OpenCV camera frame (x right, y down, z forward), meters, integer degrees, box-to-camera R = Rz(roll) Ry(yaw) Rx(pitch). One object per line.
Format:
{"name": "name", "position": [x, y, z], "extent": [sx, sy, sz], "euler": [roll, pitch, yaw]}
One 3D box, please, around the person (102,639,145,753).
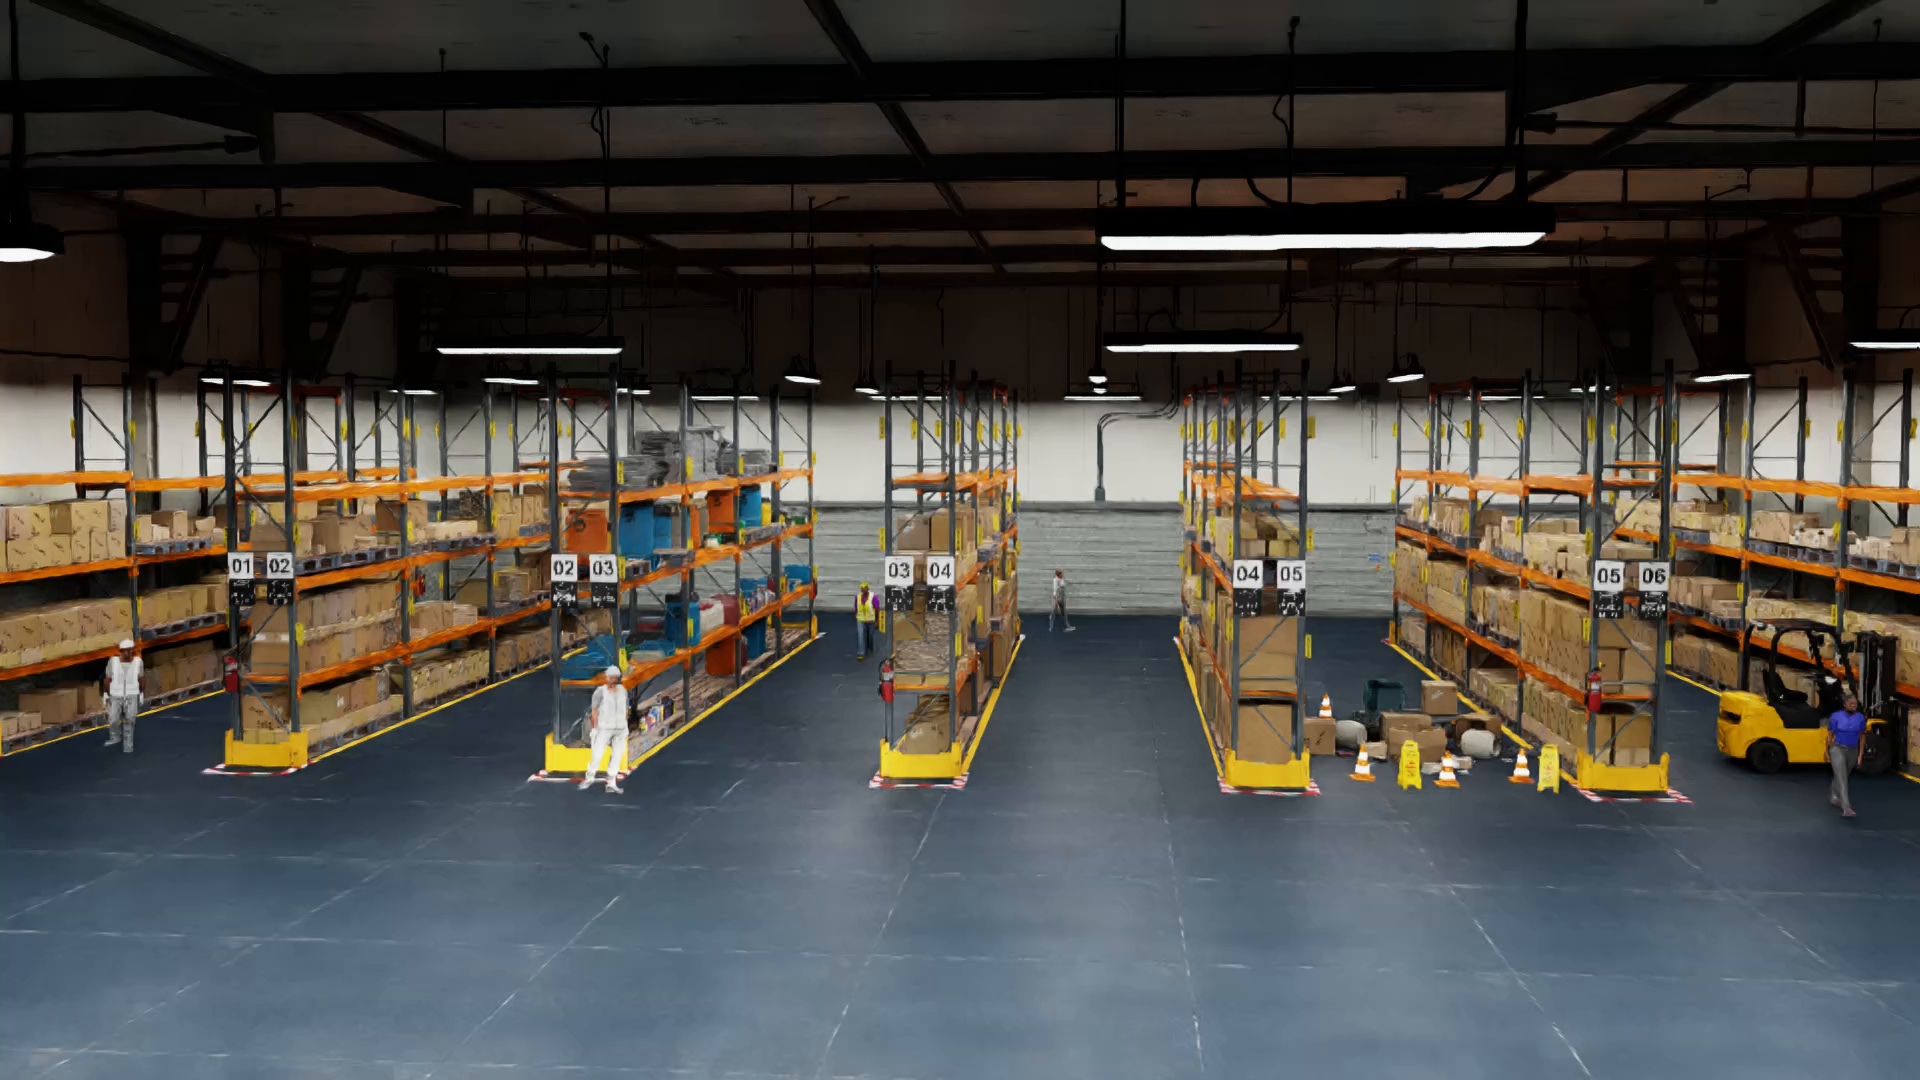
{"name": "person", "position": [-13.027, 2.416, 25.910], "extent": [0.603, 1.778, 0.569], "euler": [-2, 4, -30]}

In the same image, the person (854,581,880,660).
{"name": "person", "position": [-2.048, 1.749, 36.480], "extent": [0.591, 1.716, 1.042], "euler": [0, 4, 4]}

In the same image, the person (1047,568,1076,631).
{"name": "person", "position": [2.492, 1.477, 41.391], "extent": [0.529, 1.586, 0.639], "euler": [3, 5, 41]}

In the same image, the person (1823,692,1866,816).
{"name": "person", "position": [11.606, 2.767, 21.762], "extent": [0.445, 1.574, 1.091], "euler": [0, 4, 3]}

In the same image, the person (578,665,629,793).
{"name": "person", "position": [-4.896, 2.603, 22.902], "extent": [0.716, 1.777, 0.530], "euler": [-3, 5, -34]}
